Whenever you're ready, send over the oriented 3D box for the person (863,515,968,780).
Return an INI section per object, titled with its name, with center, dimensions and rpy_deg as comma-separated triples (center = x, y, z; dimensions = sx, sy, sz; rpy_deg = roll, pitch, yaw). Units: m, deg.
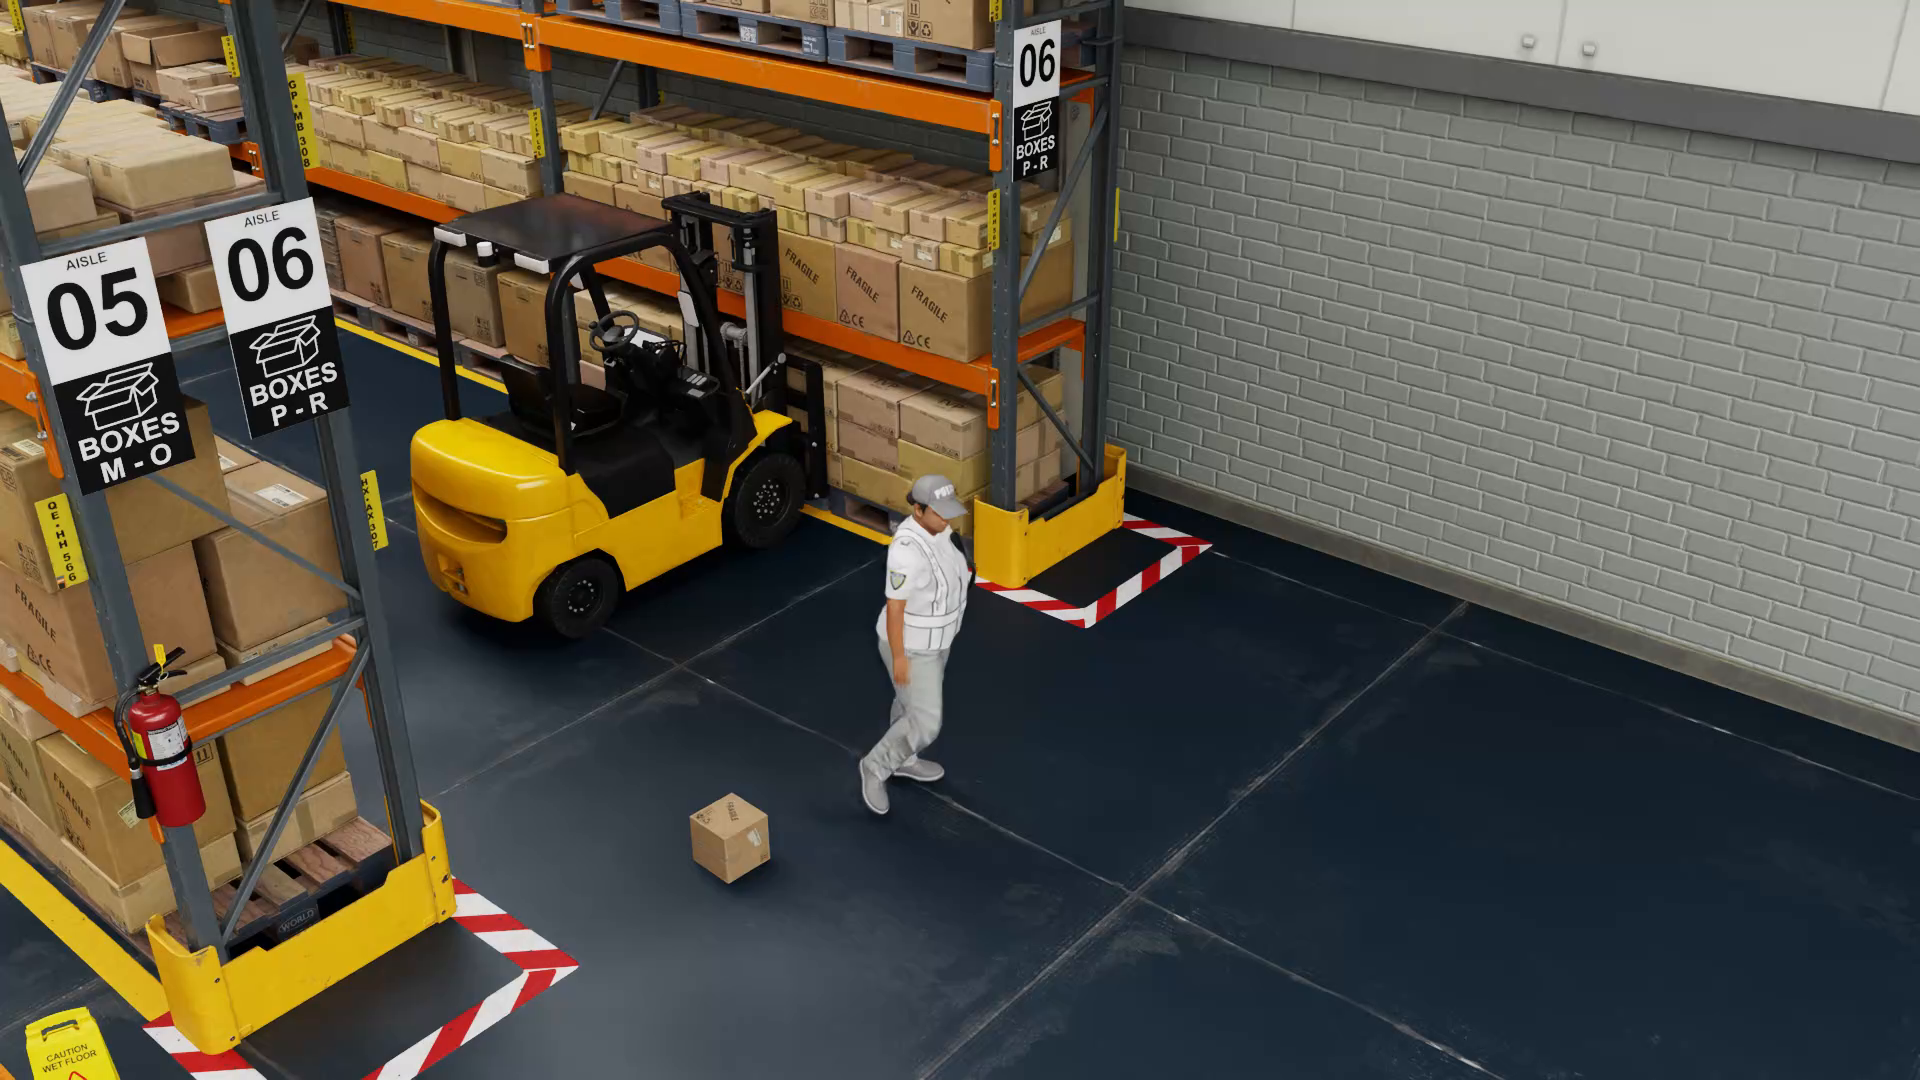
[person]
center = -0.208, 0.526, 7.729
dimensions = 0.435, 1.354, 0.487
rpy_deg = 9, 29, 17
